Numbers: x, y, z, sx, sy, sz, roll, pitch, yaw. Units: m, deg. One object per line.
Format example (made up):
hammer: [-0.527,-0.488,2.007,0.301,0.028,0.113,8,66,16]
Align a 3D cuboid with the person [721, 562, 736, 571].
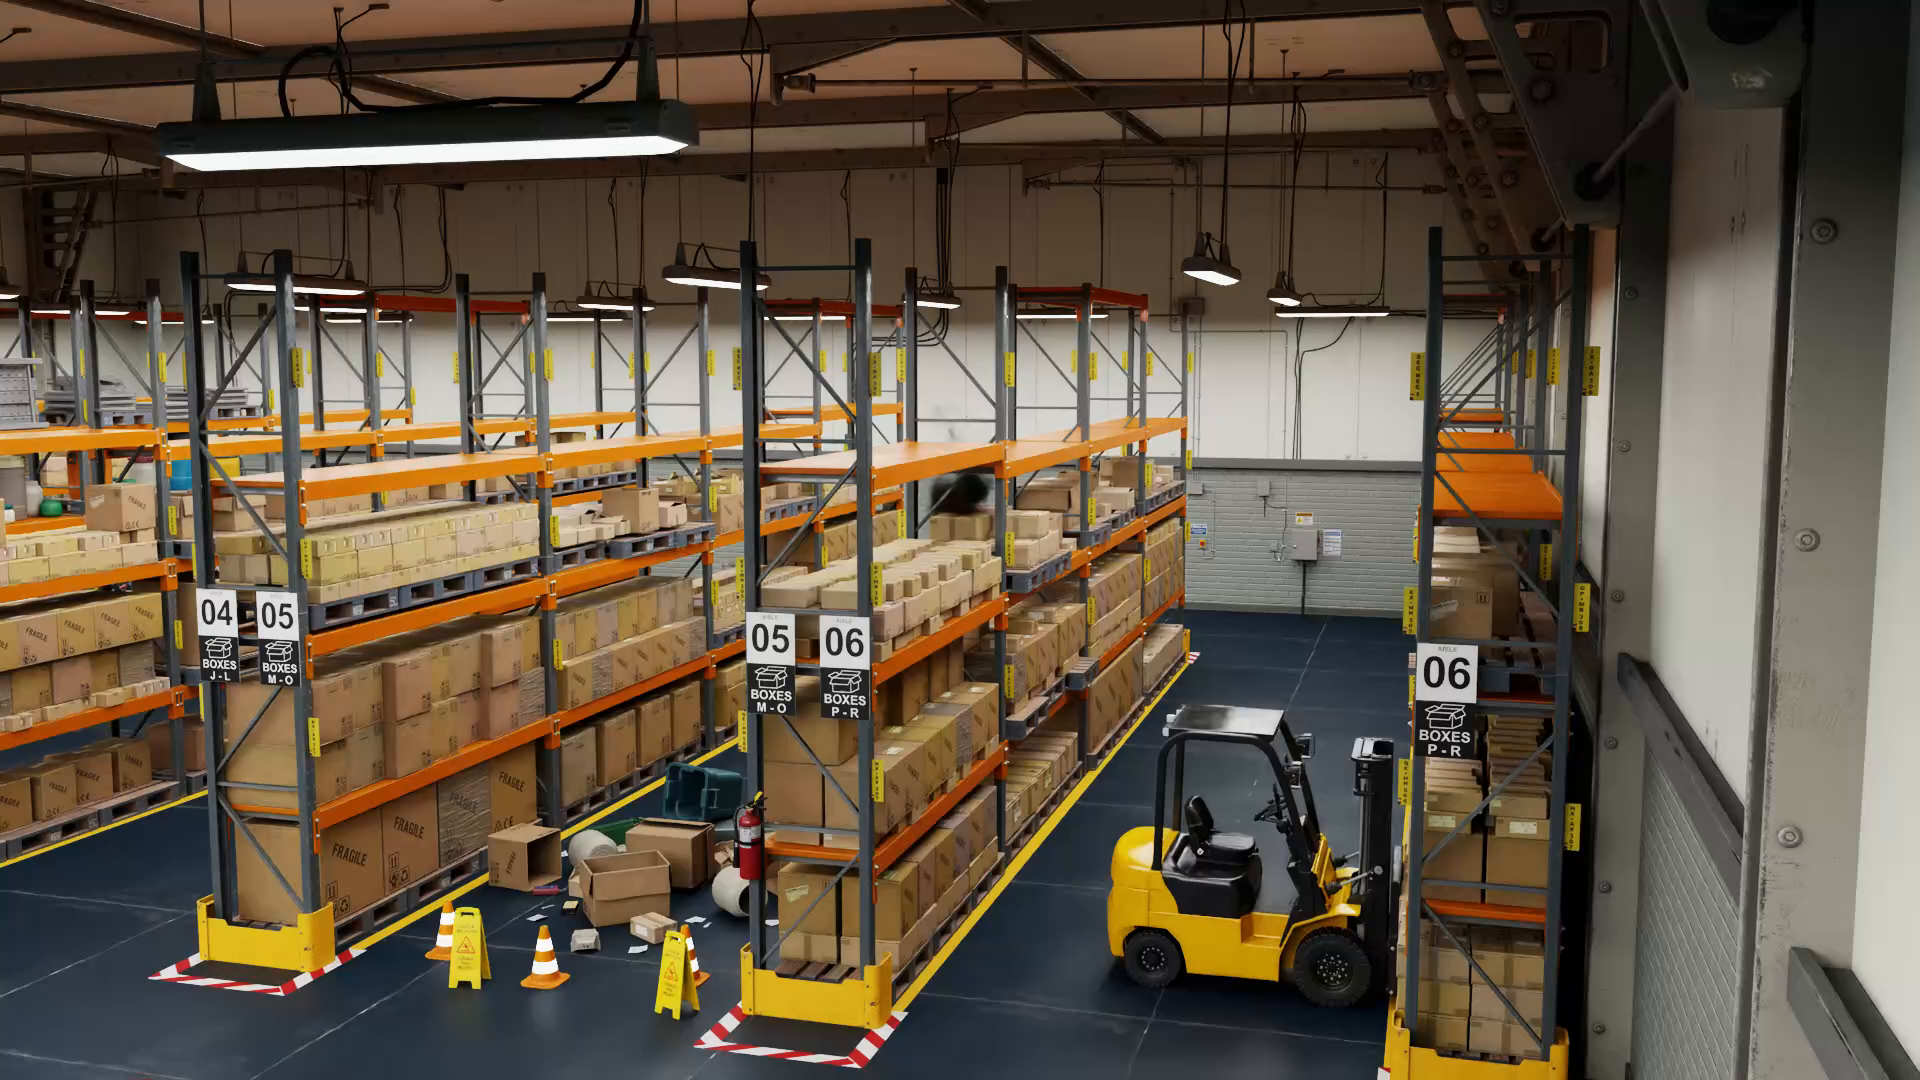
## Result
person: [-3.869,1.233,27.670,0.546,1.757,0.756,2,7,15]
